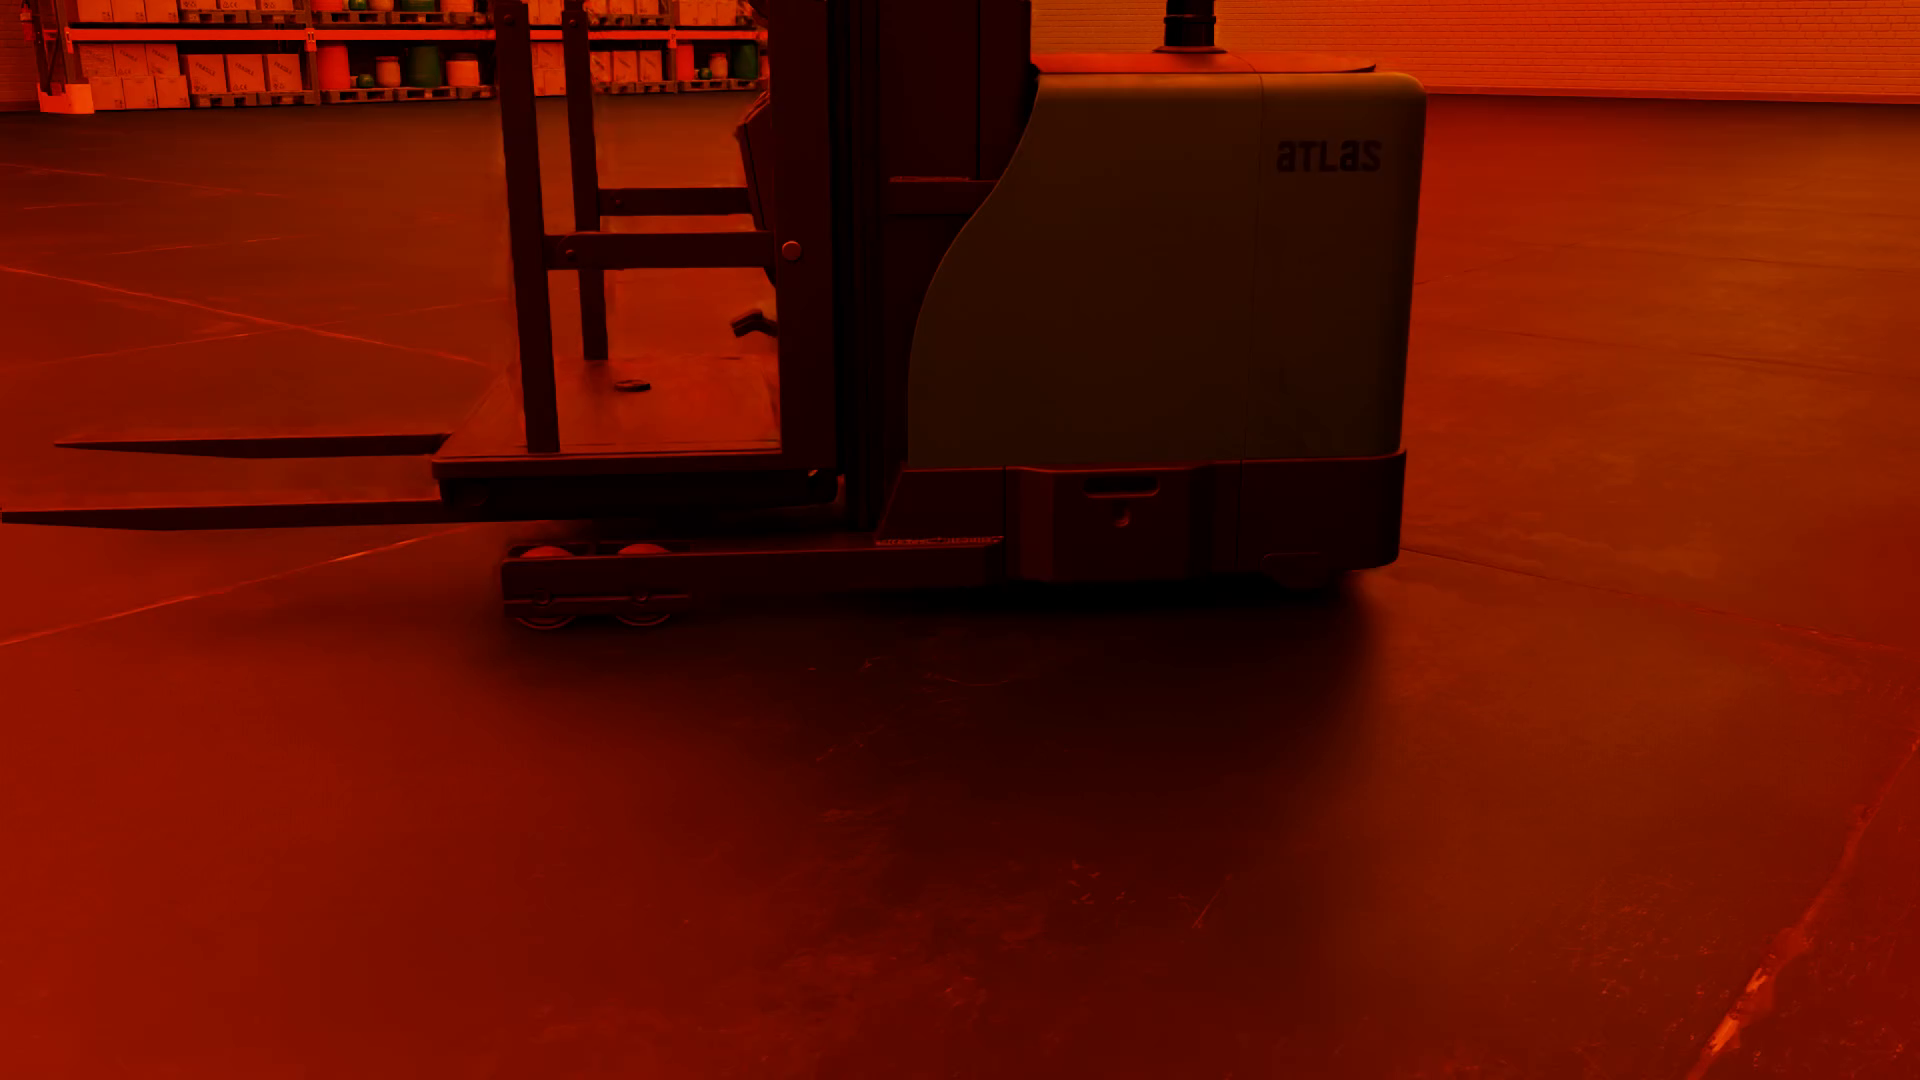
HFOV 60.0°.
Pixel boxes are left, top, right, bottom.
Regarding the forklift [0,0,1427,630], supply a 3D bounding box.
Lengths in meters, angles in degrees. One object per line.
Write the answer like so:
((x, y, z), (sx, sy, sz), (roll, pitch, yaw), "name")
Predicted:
((-0.608, -1.382, 3.450), (3.031, 2.935, 1.130), (-2, 17, -6), "forklift")
